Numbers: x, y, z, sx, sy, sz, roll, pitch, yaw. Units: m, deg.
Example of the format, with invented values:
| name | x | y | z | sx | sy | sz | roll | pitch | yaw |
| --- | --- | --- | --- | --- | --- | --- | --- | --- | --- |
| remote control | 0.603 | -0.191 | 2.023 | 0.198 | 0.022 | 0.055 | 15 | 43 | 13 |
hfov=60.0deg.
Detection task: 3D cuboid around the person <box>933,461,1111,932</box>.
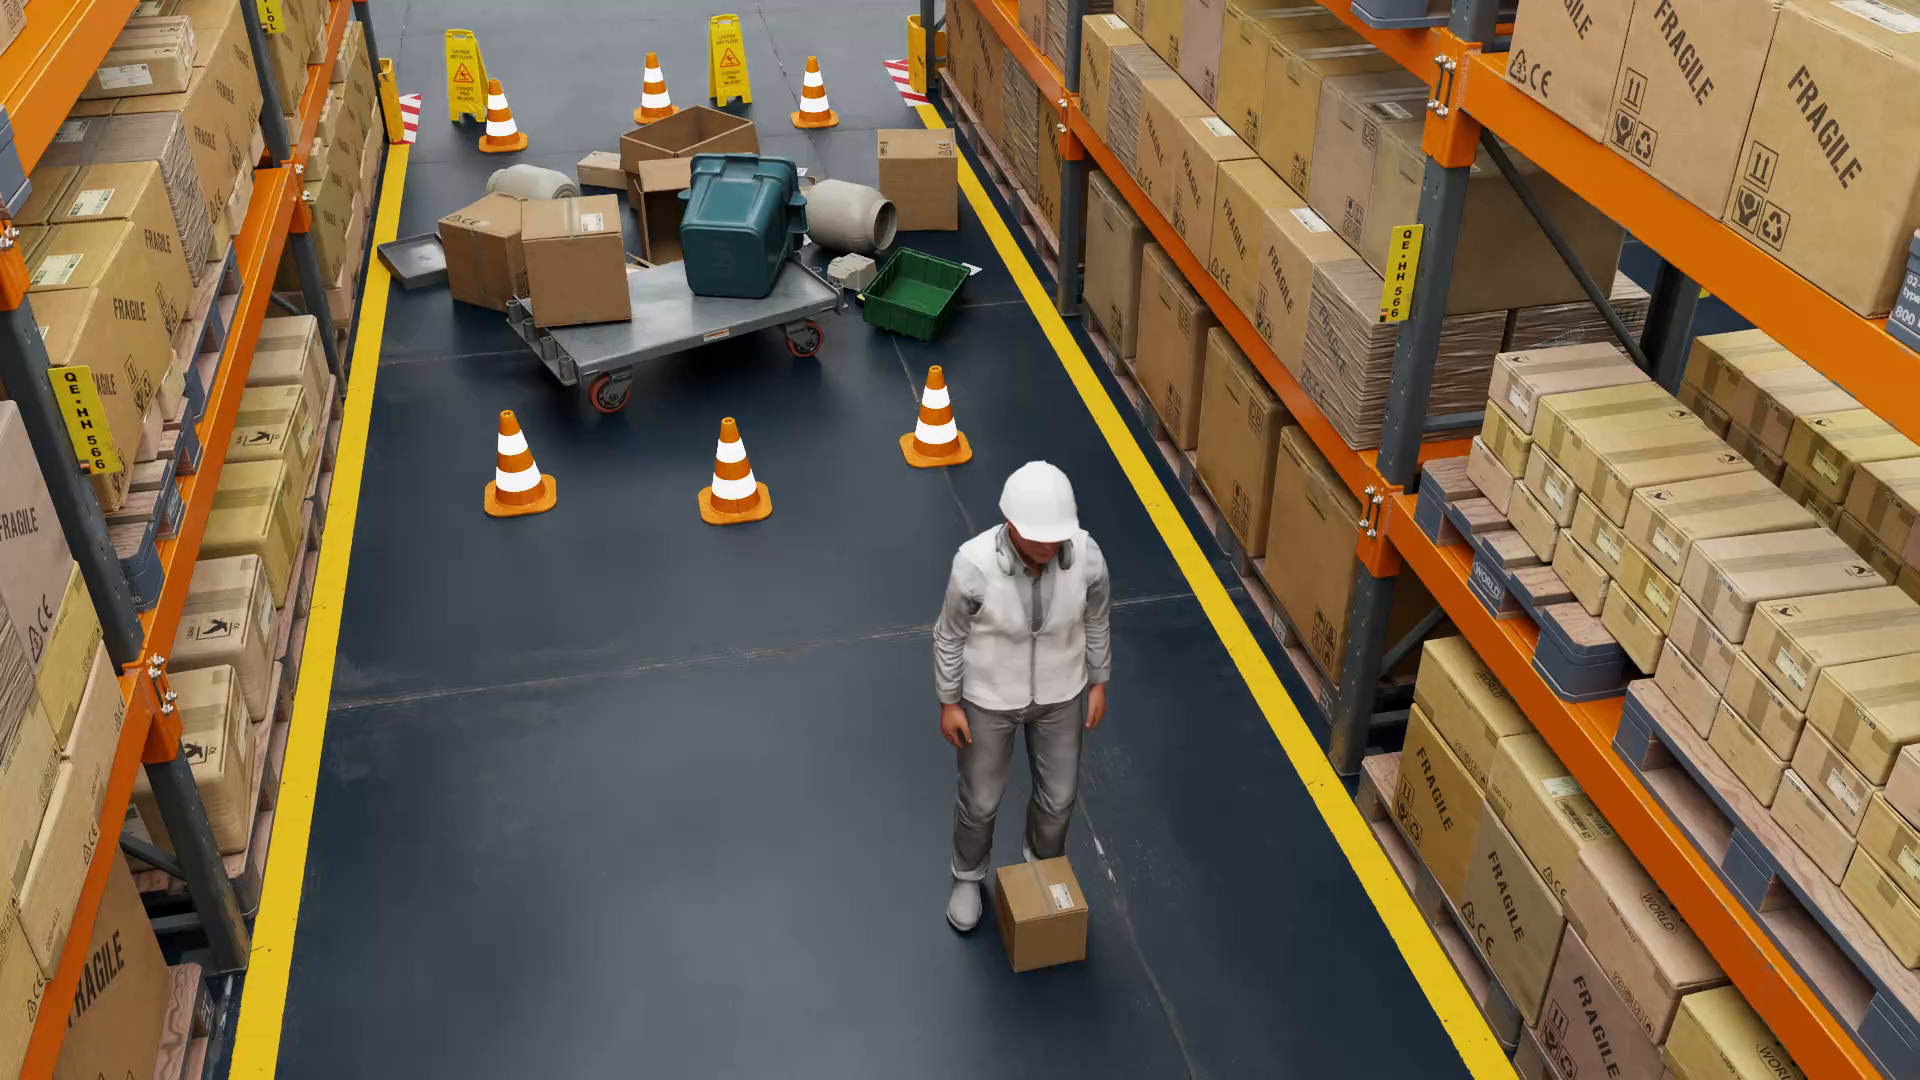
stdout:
| name | x | y | z | sx | sy | sz | roll | pitch | yaw |
| --- | --- | --- | --- | --- | --- | --- | --- | --- | --- |
| person | 0.205 | 0.493 | 5.391 | 0.580 | 1.772 | 0.461 | -7 | 35 | -10 |
